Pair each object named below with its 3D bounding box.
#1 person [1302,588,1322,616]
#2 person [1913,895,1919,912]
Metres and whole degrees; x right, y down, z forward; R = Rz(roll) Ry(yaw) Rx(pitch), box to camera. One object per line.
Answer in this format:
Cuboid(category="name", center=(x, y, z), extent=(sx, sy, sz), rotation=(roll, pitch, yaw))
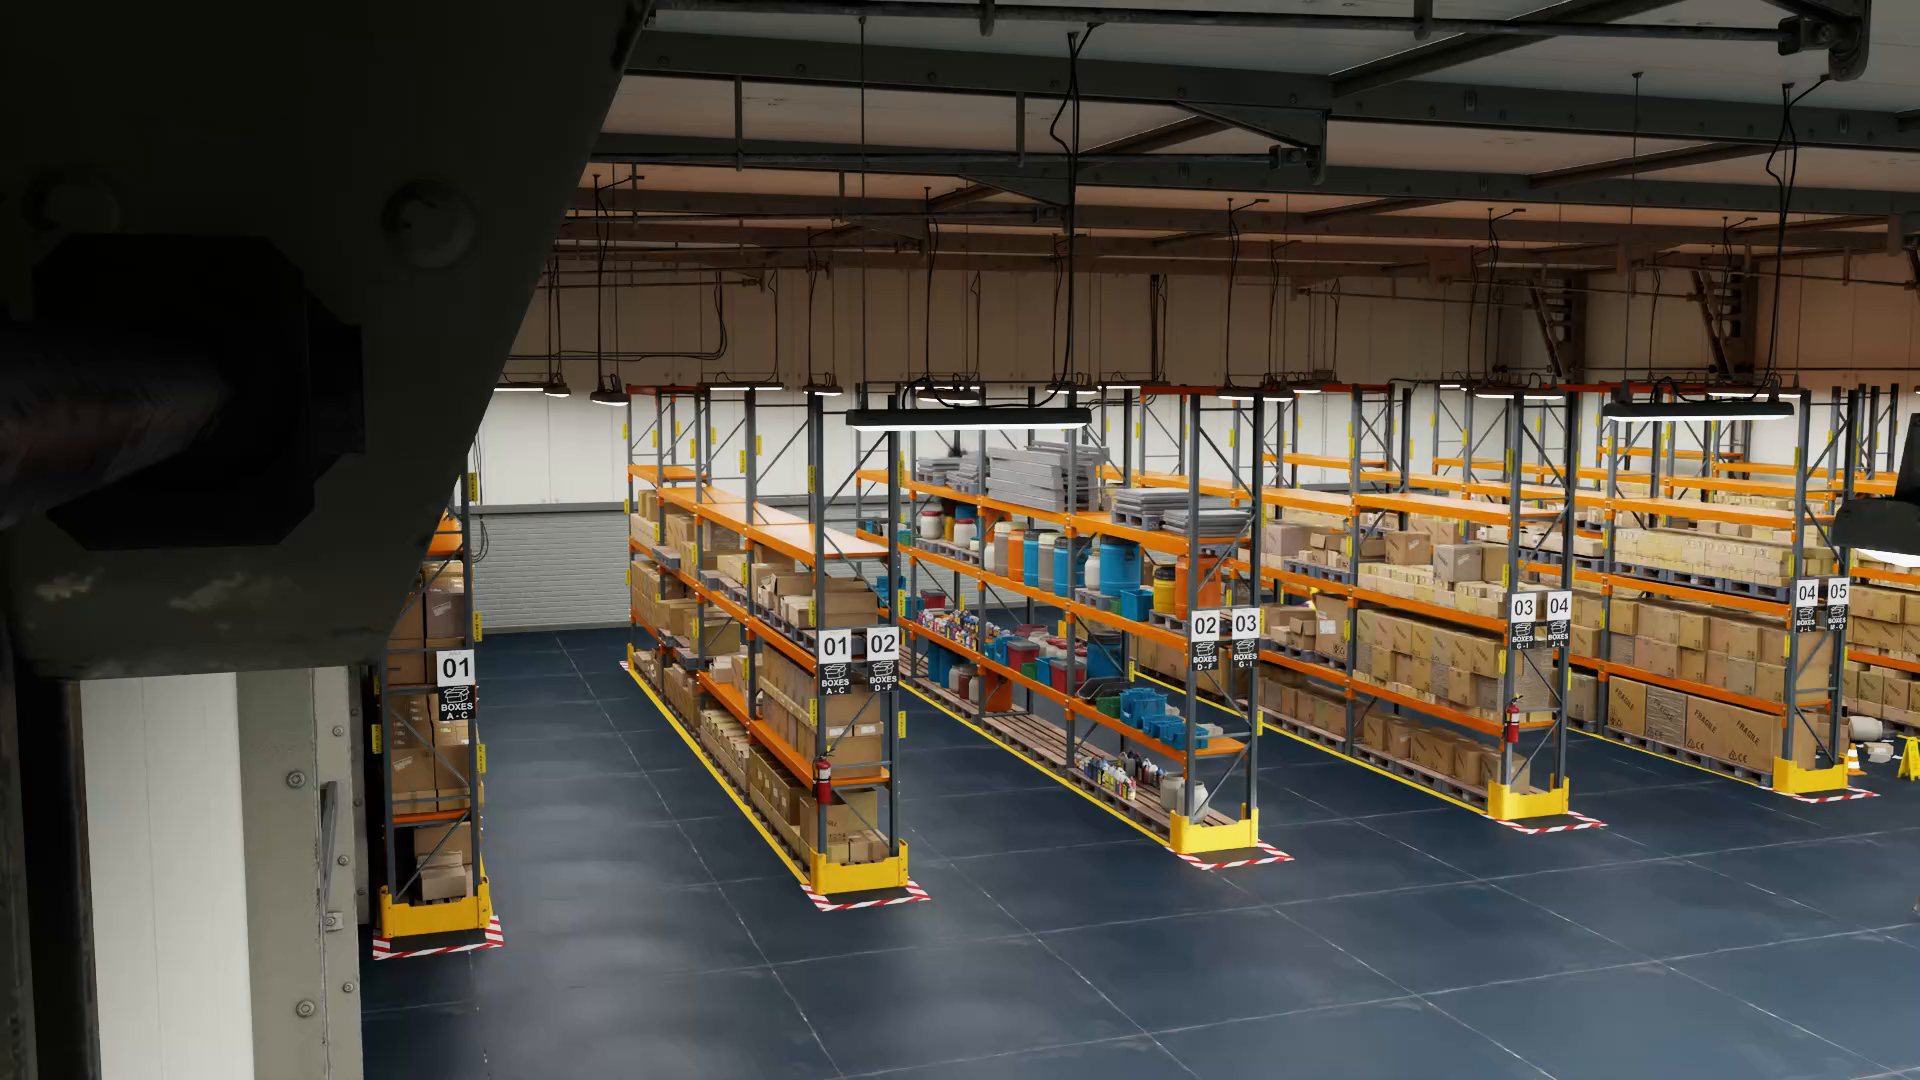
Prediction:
Cuboid(category="person", center=(7.477, 1.858, 35.040), extent=(0.707, 1.726, 0.753), rotation=(-2, 6, -18))
Cuboid(category="person", center=(11.376, 3.496, 18.981), extent=(0.798, 1.823, 0.671), rotation=(1, 6, 7))
